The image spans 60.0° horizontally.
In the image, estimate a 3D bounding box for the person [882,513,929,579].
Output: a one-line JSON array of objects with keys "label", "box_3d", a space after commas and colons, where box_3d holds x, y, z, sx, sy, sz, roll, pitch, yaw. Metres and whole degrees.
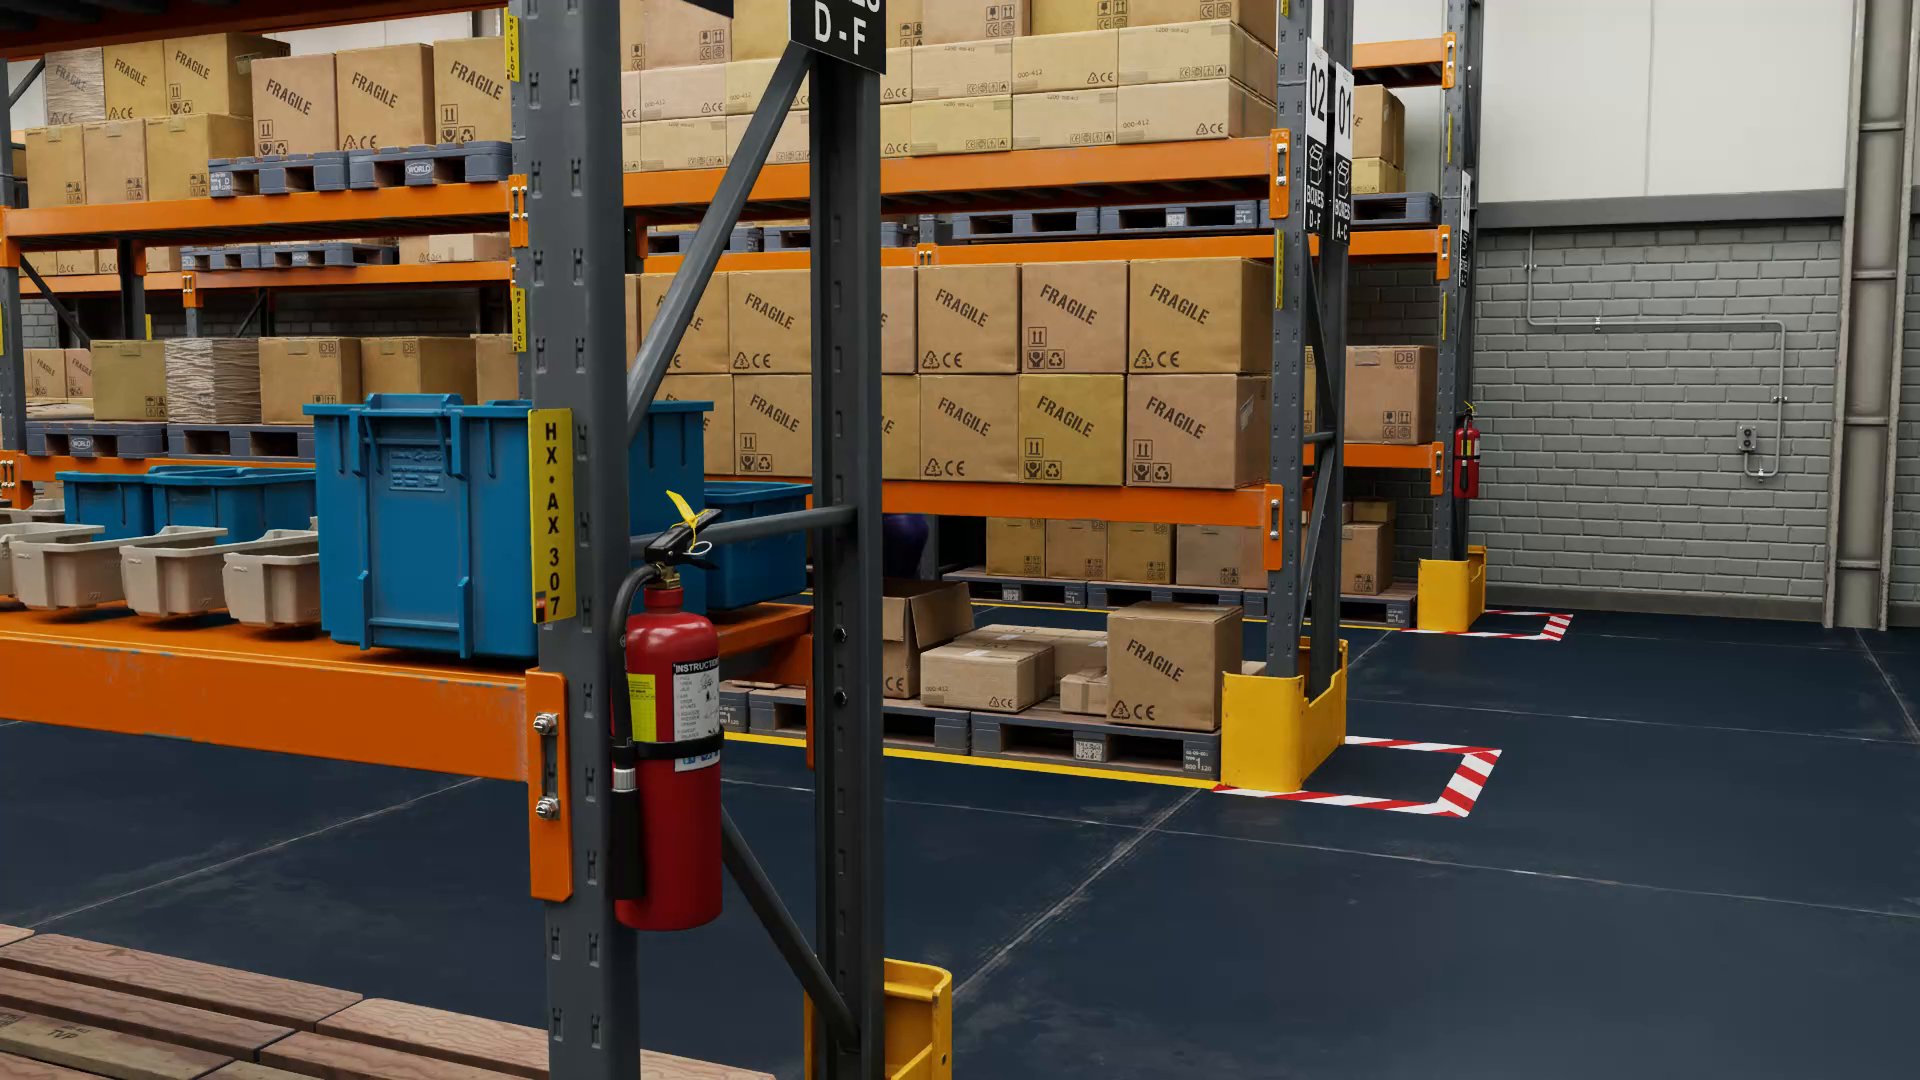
[{"label": "person", "box_3d": [-0.480, -0.030, 10.214, 0.523, 1.637, 0.453, 3, 6, 24]}]
